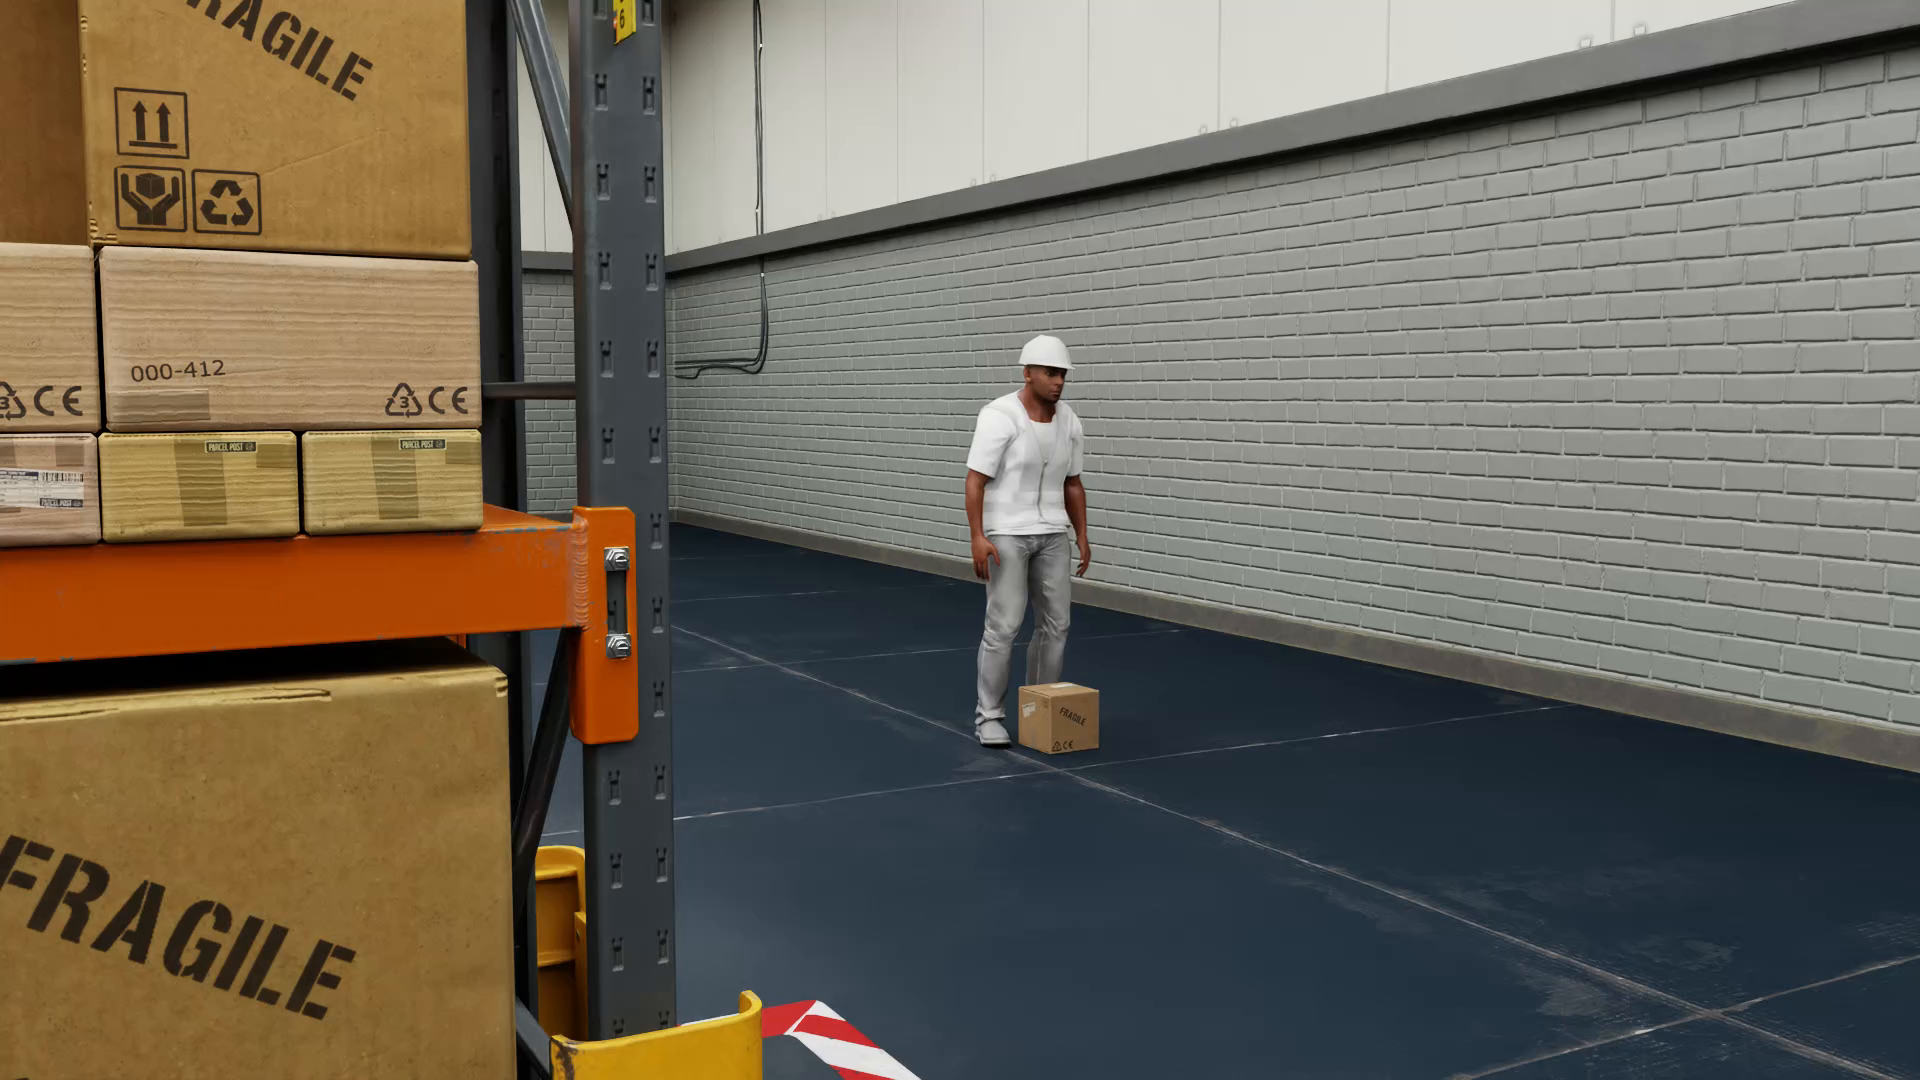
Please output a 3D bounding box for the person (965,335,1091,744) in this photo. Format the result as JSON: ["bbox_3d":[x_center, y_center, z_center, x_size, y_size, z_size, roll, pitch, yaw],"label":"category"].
[{"bbox_3d":[0.310,-0.008,7.253,0.633,1.759,0.462,-3,6,-32],"label":"person"}]
